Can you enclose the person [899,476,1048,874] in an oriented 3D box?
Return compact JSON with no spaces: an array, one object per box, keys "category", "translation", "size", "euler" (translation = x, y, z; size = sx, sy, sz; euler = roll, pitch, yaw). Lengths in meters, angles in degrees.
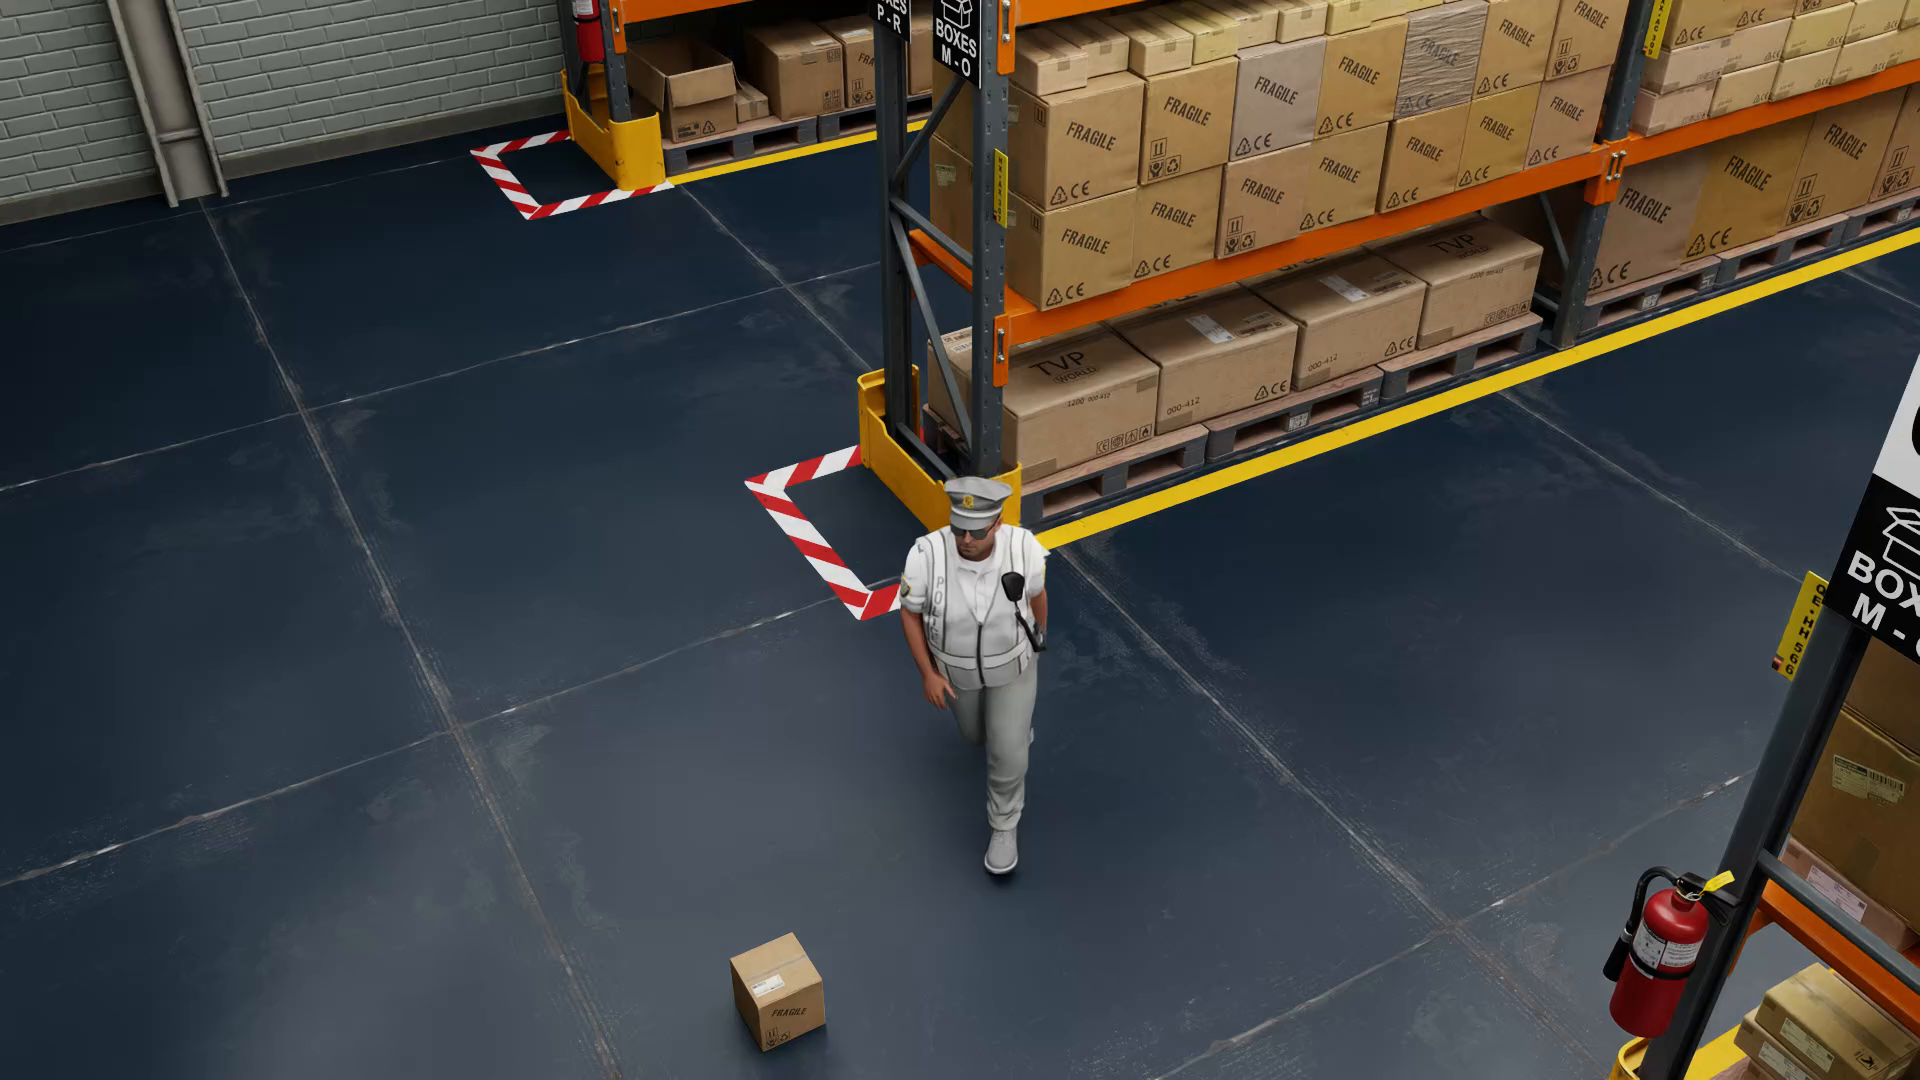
[{"category":"person","translation":[0.061,0.394,6.387],"size":[0.576,1.724,0.893],"euler":[-1,37,-1]}]
